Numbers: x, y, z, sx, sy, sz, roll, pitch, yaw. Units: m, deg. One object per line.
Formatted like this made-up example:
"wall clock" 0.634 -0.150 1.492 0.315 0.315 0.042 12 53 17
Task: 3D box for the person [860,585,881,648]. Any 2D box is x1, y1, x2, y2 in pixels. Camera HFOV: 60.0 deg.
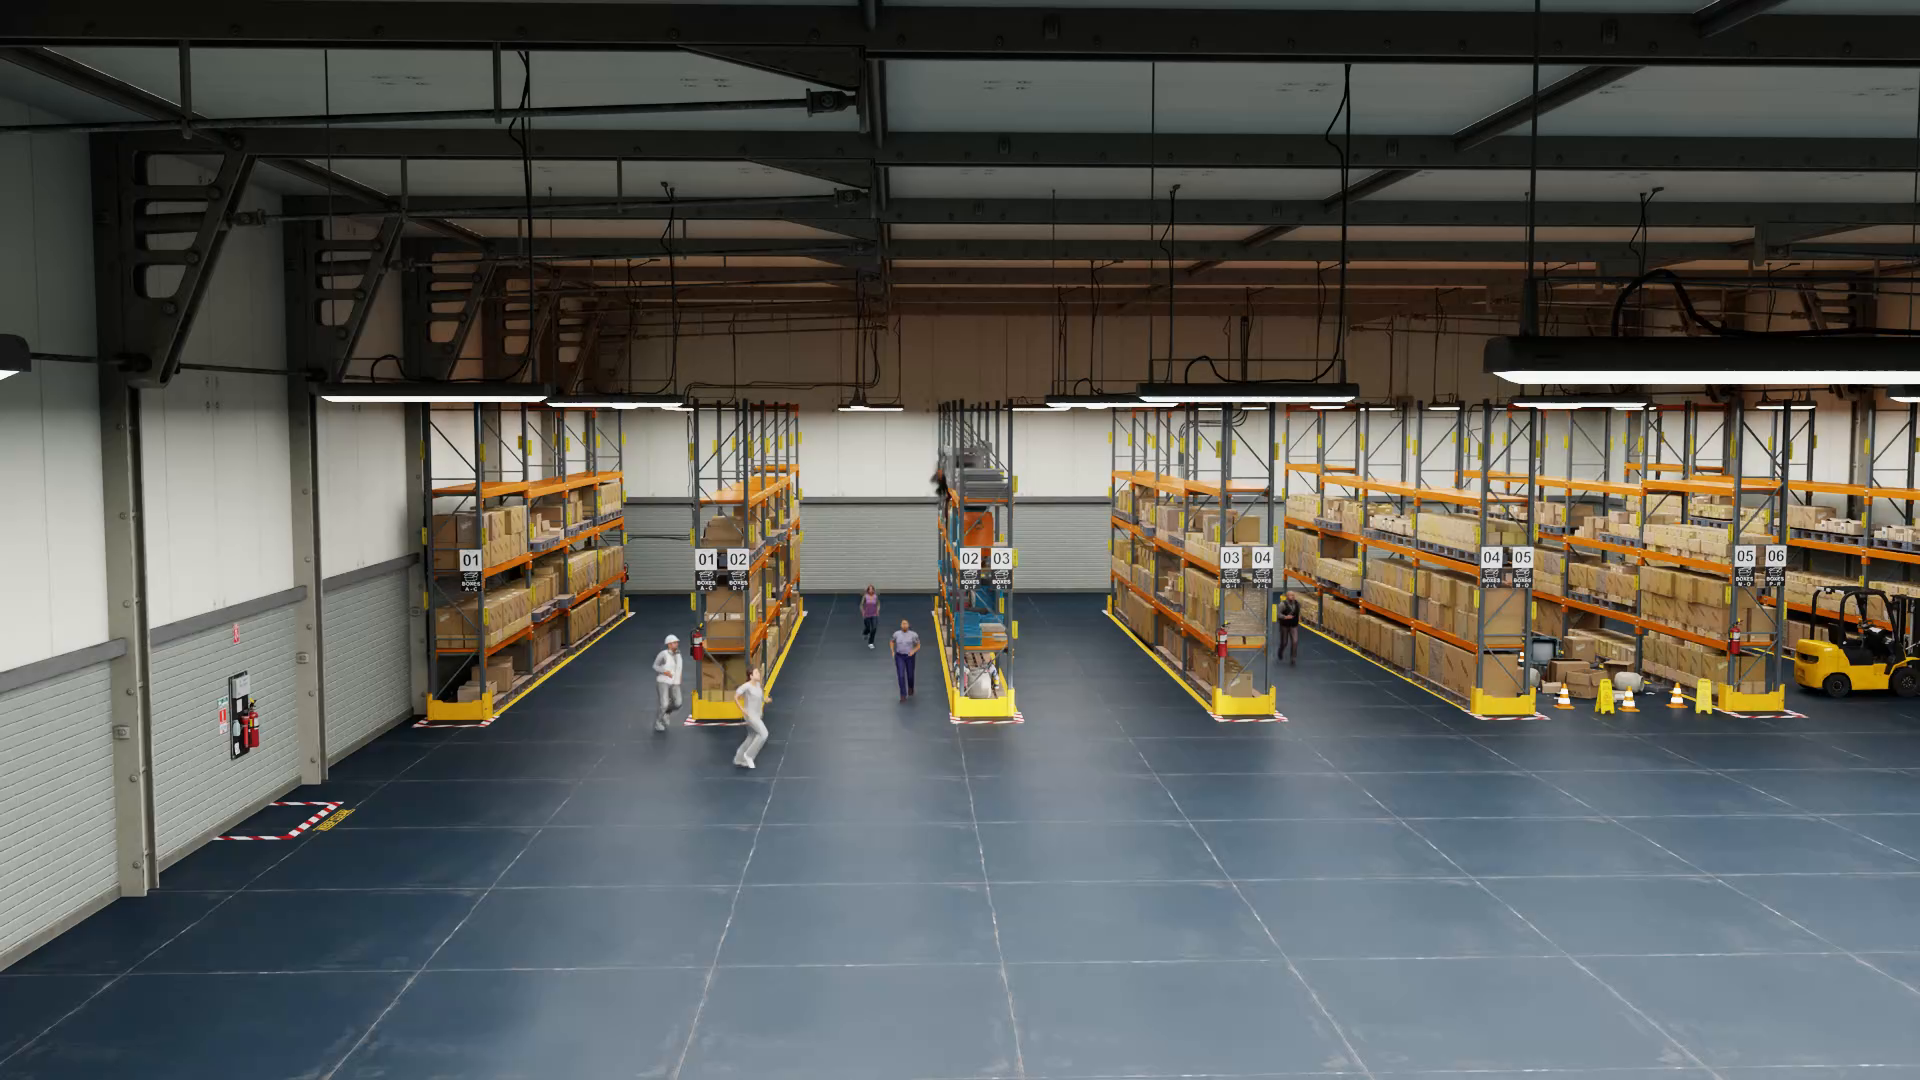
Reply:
"person" -2.206 1.862 40.770 0.522 1.554 0.598 -1 4 -15

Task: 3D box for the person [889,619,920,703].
"person" -1.106 2.385 33.253 0.627 1.636 0.764 0 4 0

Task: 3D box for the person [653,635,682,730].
"person" -5.246 2.579 30.230 0.664 1.700 0.547 -4 6 -41

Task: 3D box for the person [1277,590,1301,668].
"person" 7.475 2.050 37.881 0.684 1.669 0.961 -1 4 -11

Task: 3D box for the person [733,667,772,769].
"person" -3.352 2.860 26.838 0.673 1.647 0.560 1 5 19
